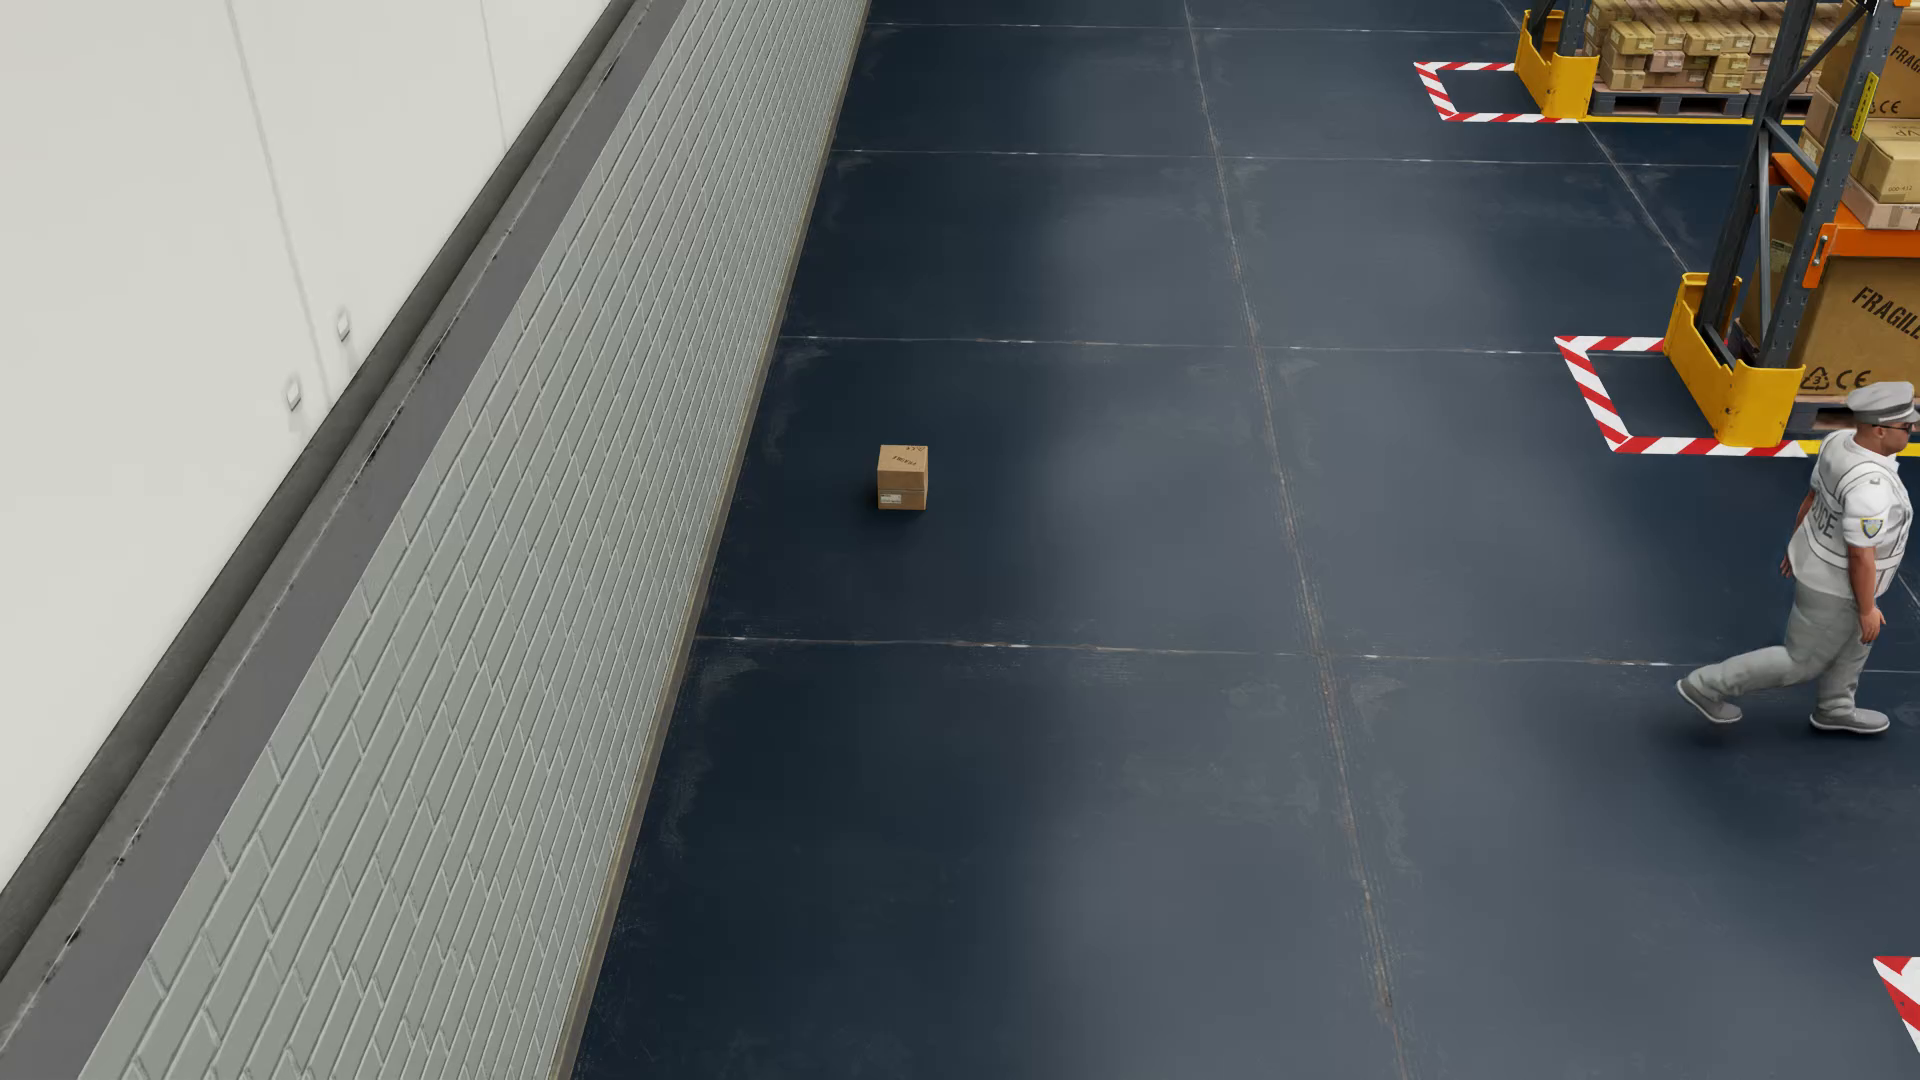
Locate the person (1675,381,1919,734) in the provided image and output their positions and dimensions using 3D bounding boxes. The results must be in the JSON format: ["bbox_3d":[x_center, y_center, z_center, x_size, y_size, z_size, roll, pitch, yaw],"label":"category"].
[{"bbox_3d":[3.632,0.125,6.904,0.952,1.734,0.548,9,36,12],"label":"person"}]
